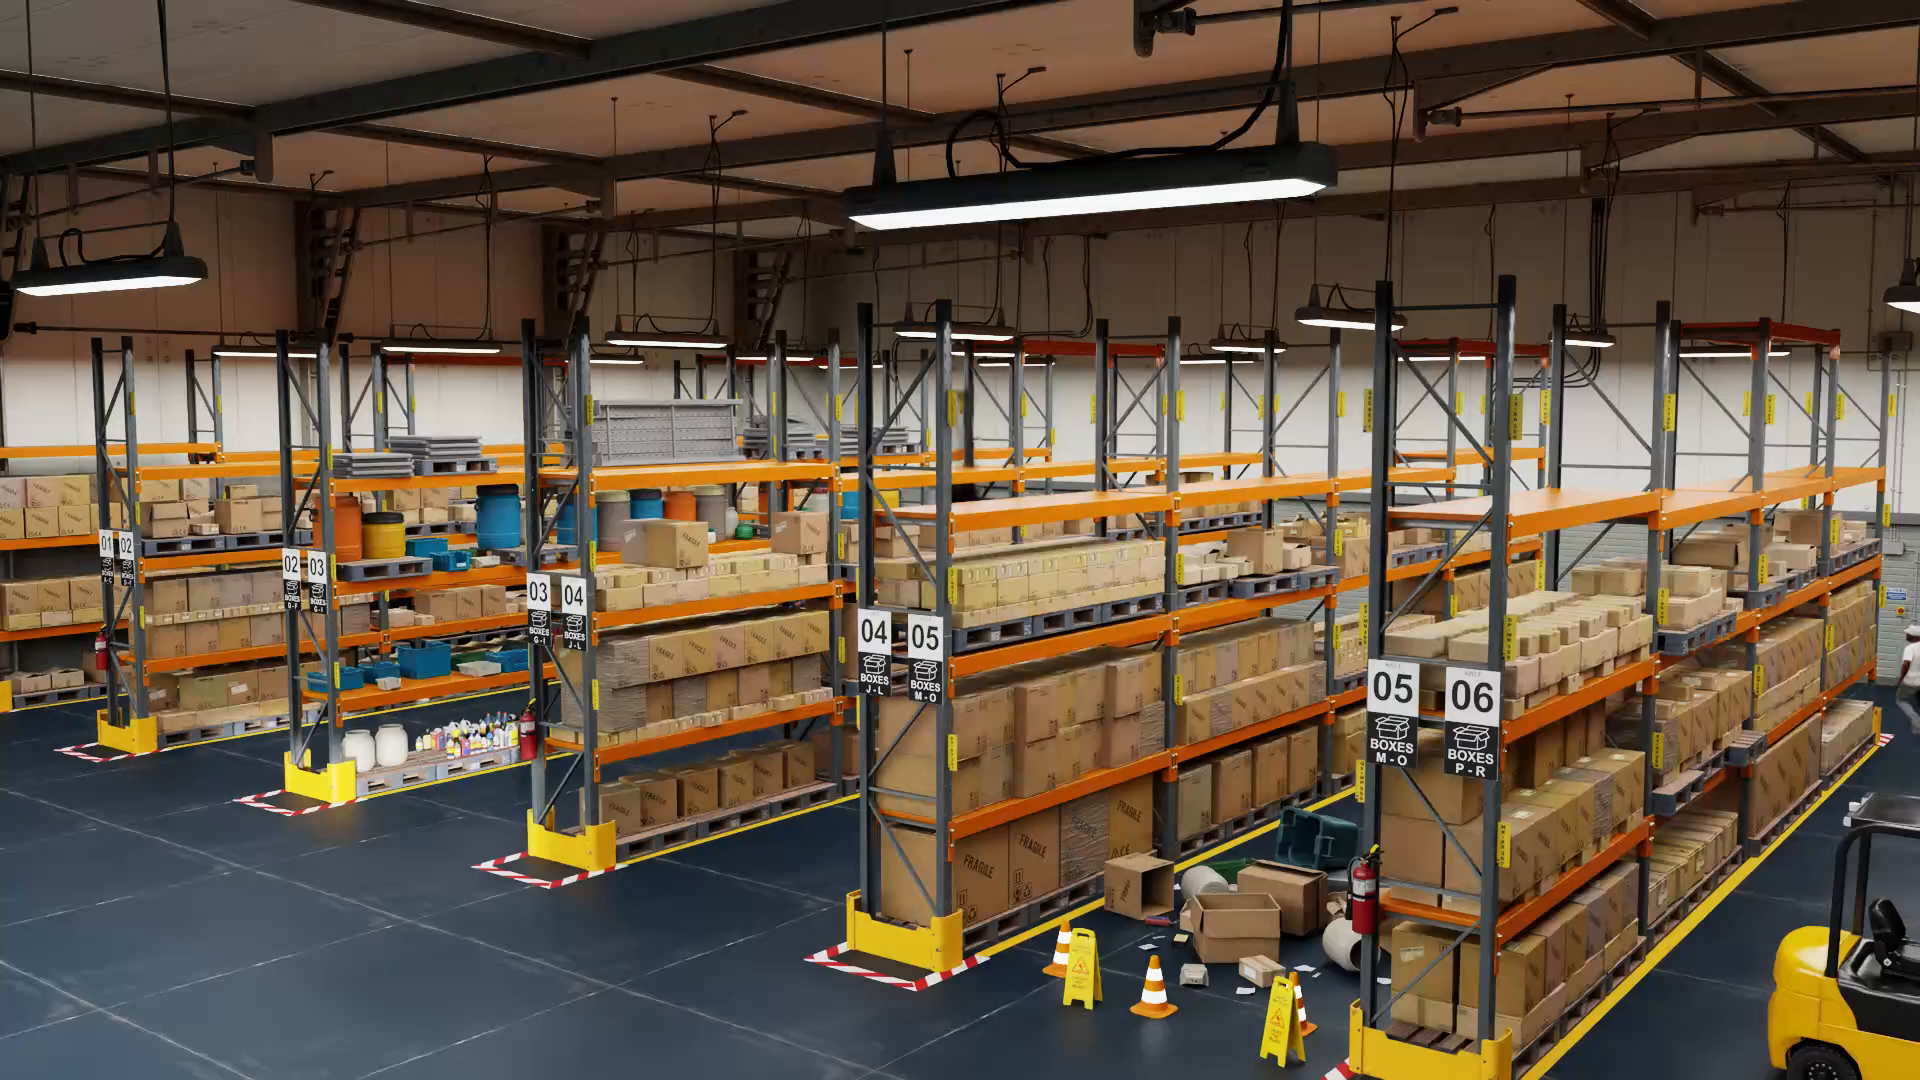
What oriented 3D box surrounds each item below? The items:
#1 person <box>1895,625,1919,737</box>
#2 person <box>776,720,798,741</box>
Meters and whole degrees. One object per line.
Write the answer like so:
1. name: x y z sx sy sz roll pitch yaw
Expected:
1. person: 14.373 2.131 25.041 0.769 1.733 0.613 -1 5 -10
2. person: -2.561 2.144 24.663 0.657 1.771 0.863 2 5 23
